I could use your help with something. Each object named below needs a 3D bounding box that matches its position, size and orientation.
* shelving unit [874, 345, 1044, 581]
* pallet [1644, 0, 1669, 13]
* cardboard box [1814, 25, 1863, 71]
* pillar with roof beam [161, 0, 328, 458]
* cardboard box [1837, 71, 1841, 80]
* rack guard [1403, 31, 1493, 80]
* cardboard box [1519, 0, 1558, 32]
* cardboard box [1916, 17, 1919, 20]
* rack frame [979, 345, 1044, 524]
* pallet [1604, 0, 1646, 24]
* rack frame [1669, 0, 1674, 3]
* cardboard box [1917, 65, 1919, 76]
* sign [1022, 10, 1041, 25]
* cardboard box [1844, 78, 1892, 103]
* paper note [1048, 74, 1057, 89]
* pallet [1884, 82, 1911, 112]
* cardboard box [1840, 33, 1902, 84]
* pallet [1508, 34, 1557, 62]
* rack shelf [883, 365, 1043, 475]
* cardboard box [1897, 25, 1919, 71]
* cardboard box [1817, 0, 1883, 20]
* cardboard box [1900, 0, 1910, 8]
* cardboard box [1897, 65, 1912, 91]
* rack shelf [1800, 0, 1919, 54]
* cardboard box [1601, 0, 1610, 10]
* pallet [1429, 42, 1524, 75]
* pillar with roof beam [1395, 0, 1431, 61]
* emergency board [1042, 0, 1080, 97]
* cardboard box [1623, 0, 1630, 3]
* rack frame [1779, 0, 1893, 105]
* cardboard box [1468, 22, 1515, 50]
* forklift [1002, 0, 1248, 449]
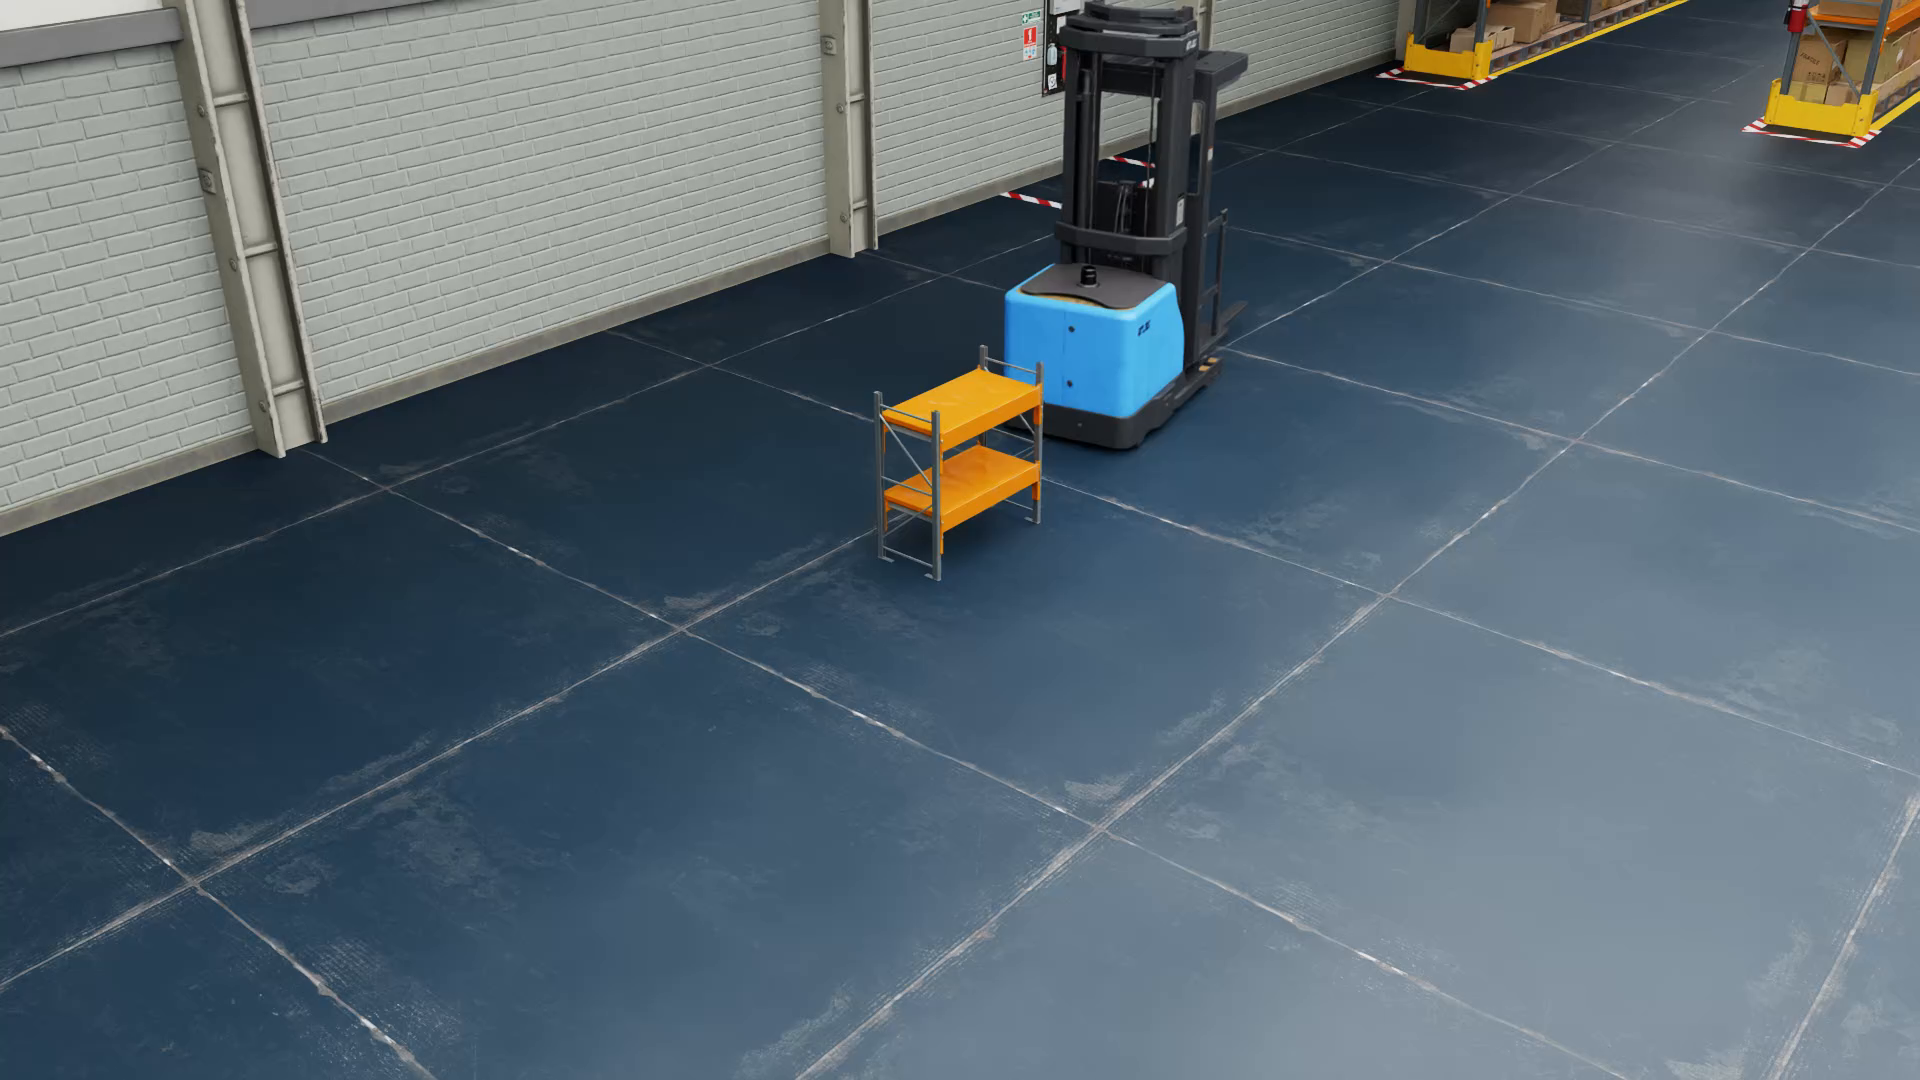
[{"bbox_3d":[0.004,-0.502,10.496,0.538,1.125,1.048,21,34,34],"label":"shelving unit"},{"bbox_3d":[11.405,-9.233,28.368,1.003,0.211,1.213,21,34,34],"label":"pallet"},{"bbox_3d":[11.375,-6.400,21.575,0.500,0.500,0.500,21,34,34],"label":"cardboard box"},{"bbox_3d":[-1.535,-3.437,7.601,9.100,9.000,0.400,21,34,34],"label":"pillar with roof beam"},{"bbox_3d":[11.061,-5.888,21.402,0.500,0.250,0.500,21,34,34],"label":"cardboard box"},{"bbox_3d":[6.863,-6.828,23.406,1.175,0.500,0.348,21,34,34],"label":"rack guard"},{"bbox_3d":[8.729,-8.035,25.260,0.500,0.500,0.500,18,32,31],"label":"cardboard box"},{"bbox_3d":[12.730,-6.780,22.310,0.500,0.500,0.500,21,34,34],"label":"cardboard box"},{"bbox_3d":[0.328,-0.682,10.845,0.500,1.125,0.032,21,34,34],"label":"rack frame"},{"bbox_3d":[10.628,-8.802,27.536,1.003,0.211,1.213,21,34,34],"label":"pallet"},{"bbox_3d":[11.903,-10.748,28.262,1.000,3.000,0.127,21,34,34],"label":"rack frame"},{"bbox_3d":[12.731,-6.446,22.481,0.500,0.250,0.500,21,34,34],"label":"cardboard box"},{"bbox_3d":[0.753,-5.505,17.511,0.001,0.109,0.331,21,34,34],"label":"sign"},{"bbox_3d":[11.467,-5.734,21.105,0.500,0.250,0.500,21,34,34],"label":"cardboard box"},{"bbox_3d":[1.008,-4.987,18.083,0.016,0.148,0.142,21,34,34],"label":"paper note"},{"bbox_3d":[11.869,-5.941,22.004,1.003,0.211,1.213,21,34,34],"label":"pallet"},{"bbox_3d":[11.468,-6.067,20.932,0.500,0.500,0.500,21,34,34],"label":"cardboard box"},{"bbox_3d":[8.183,-7.408,24.841,1.003,0.211,1.213,21,34,34],"label":"pallet"},{"bbox_3d":[0.004,-0.762,10.362,0.538,0.278,1.000,21,34,34],"label":"rack shelf"},{"bbox_3d":[12.108,-6.420,21.614,0.500,0.500,0.500,21,34,34],"label":"cardboard box"},{"bbox_3d":[10.946,-6.671,20.273,0.700,0.500,0.500,21,34,34],"label":"cardboard box"},{"bbox_3d":[11.596,-7.033,20.973,0.700,0.500,0.500,21,34,35],"label":"cardboard box"},{"bbox_3d":[12.107,-6.087,21.787,0.500,0.250,0.500,21,34,34],"label":"cardboard box"},{"bbox_3d":[11.911,-6.855,21.519,1.077,0.370,4.000,21,34,34],"label":"rack shelf"},{"bbox_3d":[10.104,-8.879,26.890,0.700,0.500,0.500,20,33,33],"label":"cardboard box"},{"bbox_3d":[7.407,-6.978,24.009,1.003,0.211,1.213,21,34,34],"label":"pallet"},{"bbox_3d":[9.914,-9.819,19.937,9.100,9.000,0.400,21,34,34],"label":"pillar with roof beam"},{"bbox_3d":[1.174,-5.420,17.963,0.194,1.169,0.643,21,34,34],"label":"emergency board"},{"bbox_3d":[10.773,-9.230,27.568,0.700,0.500,0.500,21,34,34],"label":"cardboard box"},{"bbox_3d":[10.639,-6.465,19.983,1.000,3.000,0.127,21,34,34],"label":"rack frame"},{"bbox_3d":[7.686,-7.334,24.110,0.500,0.311,0.500,24,36,38],"label":"cardboard box"},{"bbox_3d":[1.442,-2.596,12.578,1.130,2.935,3.031,14,30,25],"label":"forklift"}]
